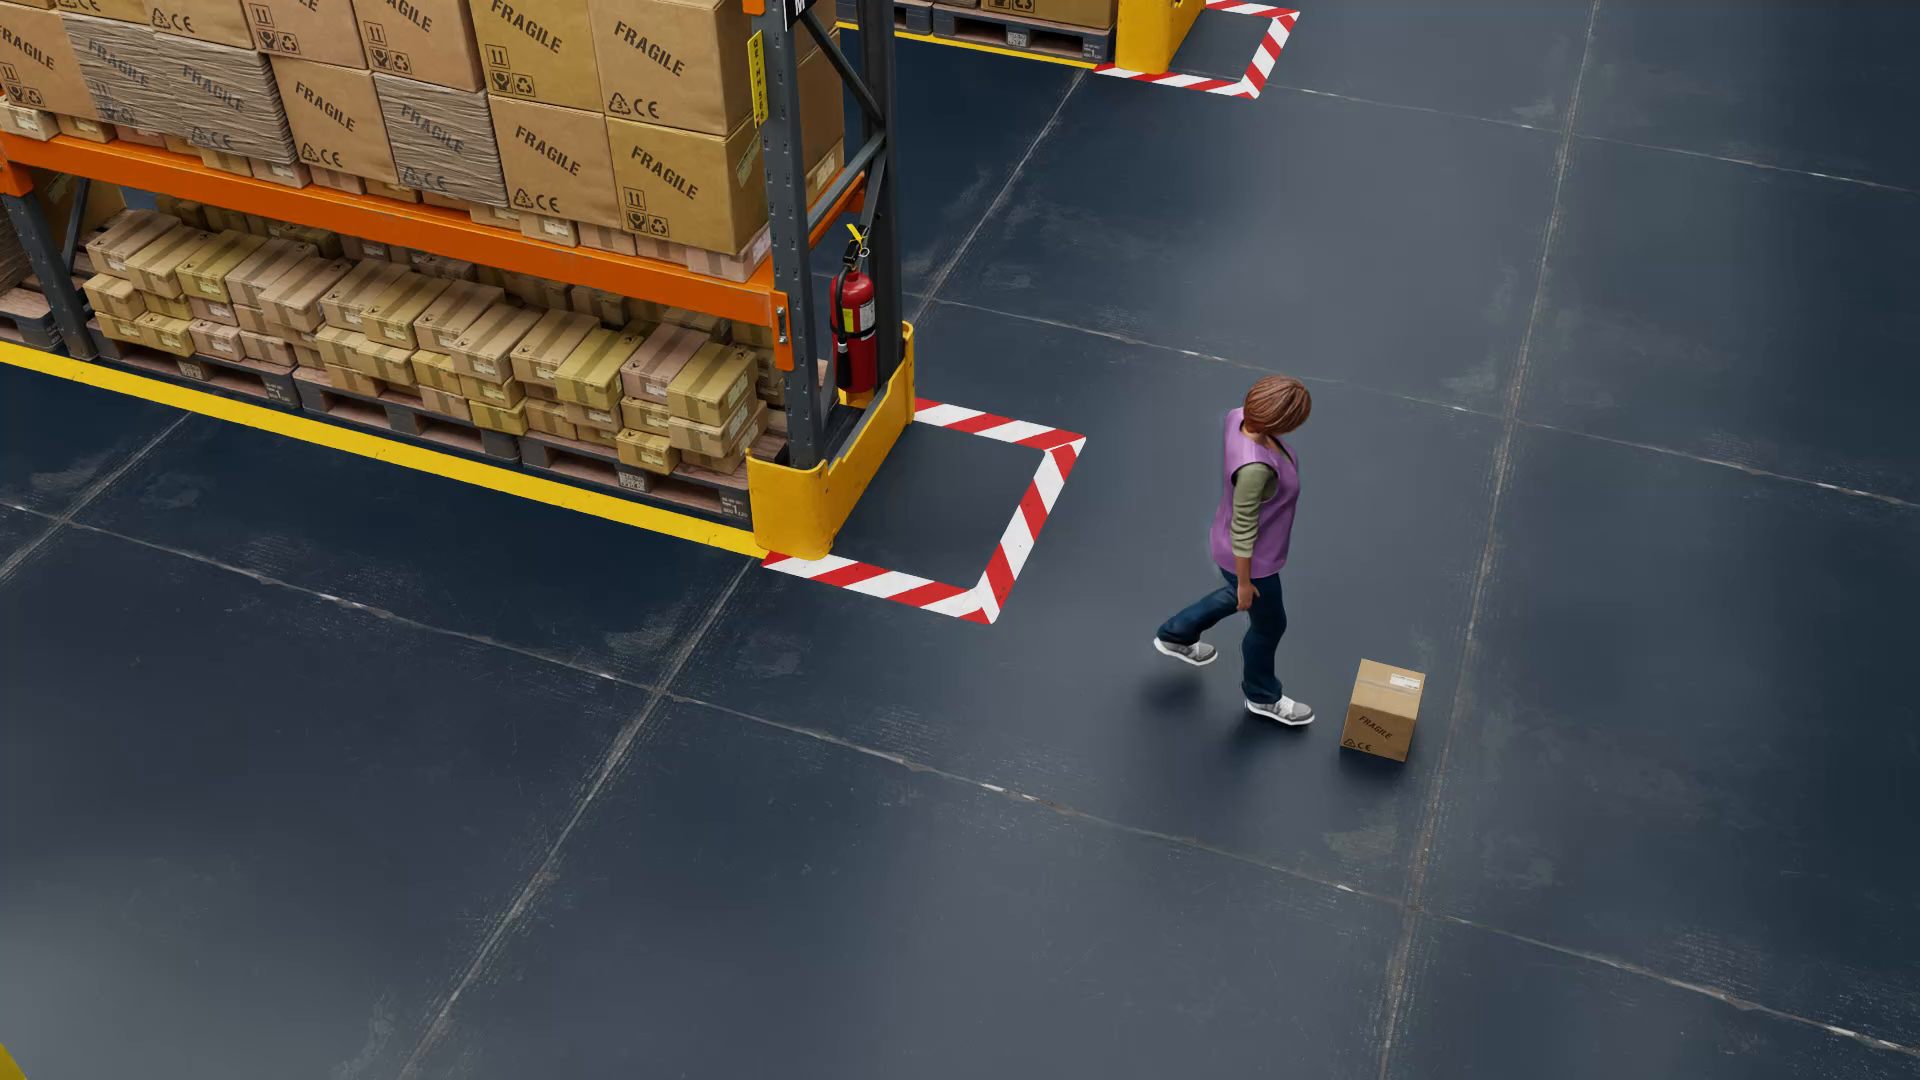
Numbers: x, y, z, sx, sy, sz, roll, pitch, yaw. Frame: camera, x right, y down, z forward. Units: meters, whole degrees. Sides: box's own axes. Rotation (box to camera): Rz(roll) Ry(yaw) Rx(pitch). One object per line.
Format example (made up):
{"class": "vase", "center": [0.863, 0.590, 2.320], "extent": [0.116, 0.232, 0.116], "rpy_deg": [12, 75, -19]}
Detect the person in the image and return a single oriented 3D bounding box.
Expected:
{"class": "person", "center": [1.082, 0.040, 6.122], "extent": [0.647, 1.556, 0.443], "rpy_deg": [5, 42, 5]}
